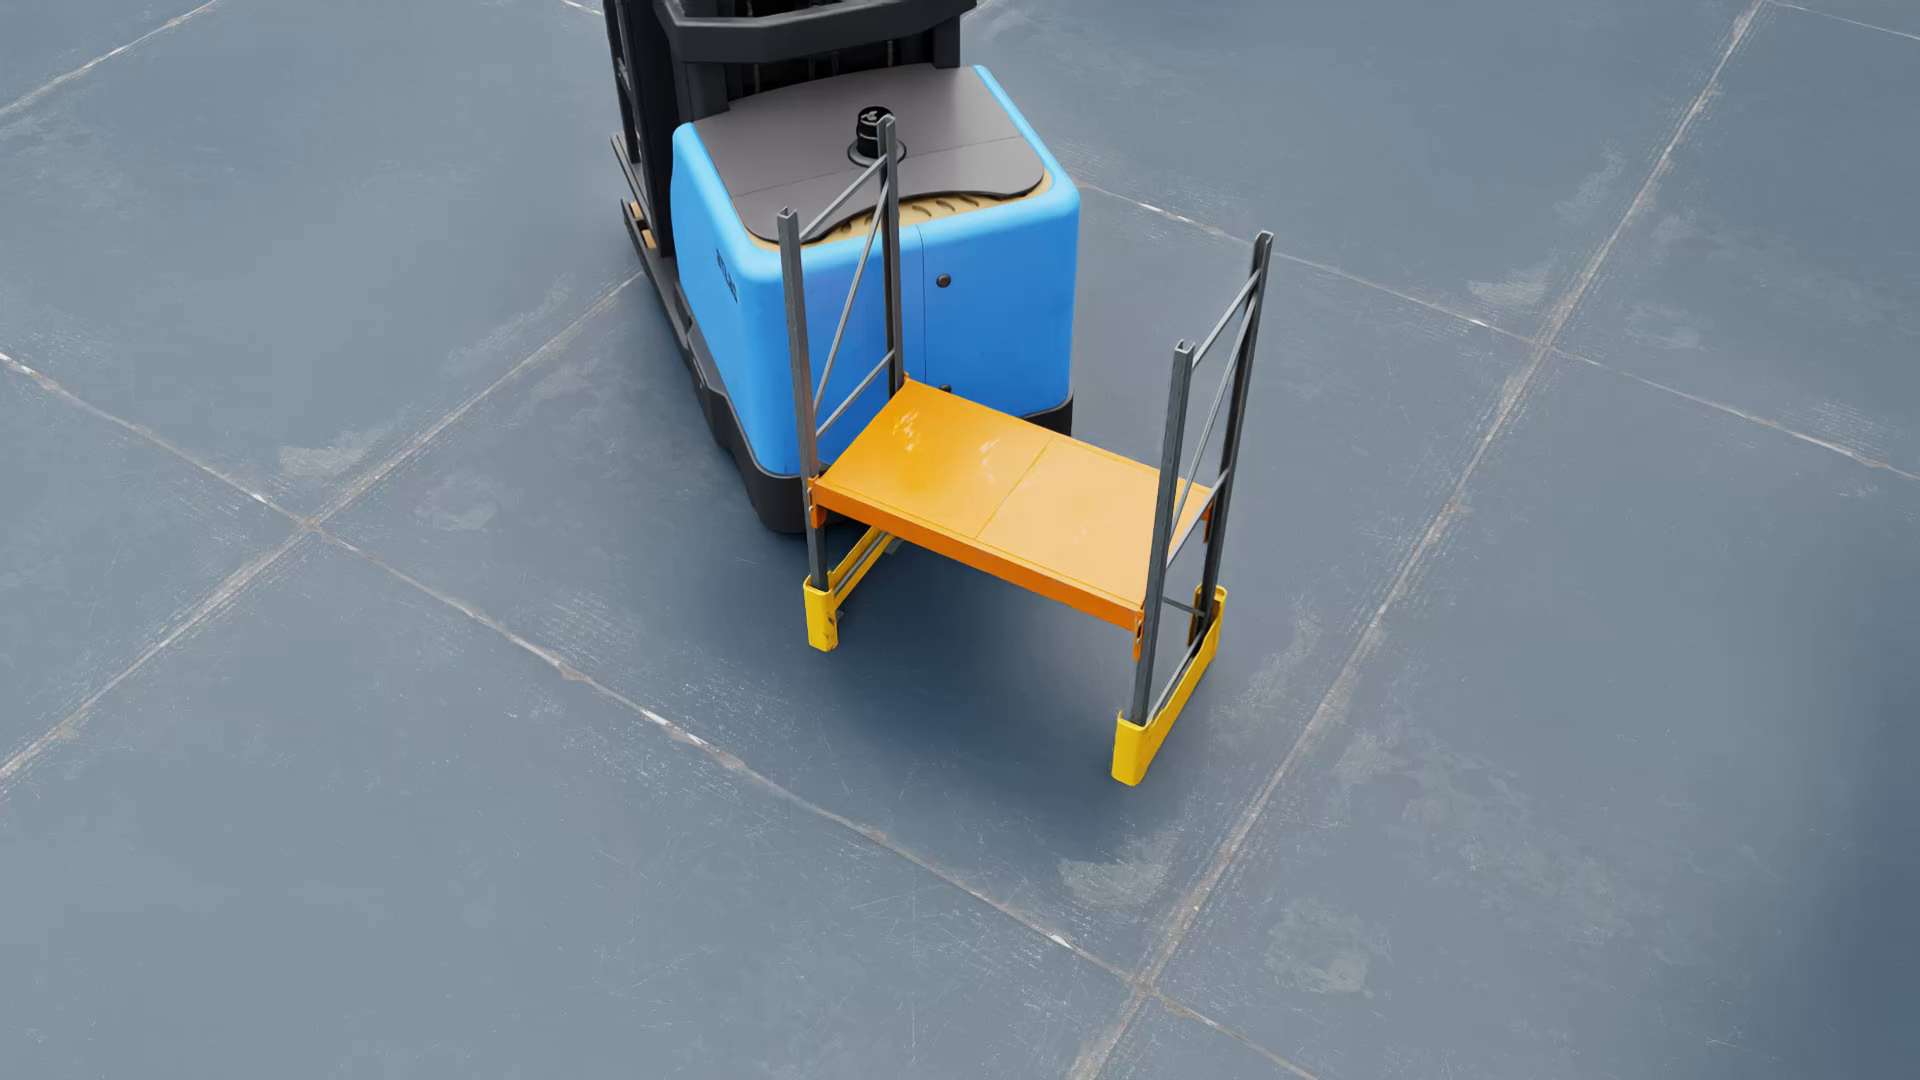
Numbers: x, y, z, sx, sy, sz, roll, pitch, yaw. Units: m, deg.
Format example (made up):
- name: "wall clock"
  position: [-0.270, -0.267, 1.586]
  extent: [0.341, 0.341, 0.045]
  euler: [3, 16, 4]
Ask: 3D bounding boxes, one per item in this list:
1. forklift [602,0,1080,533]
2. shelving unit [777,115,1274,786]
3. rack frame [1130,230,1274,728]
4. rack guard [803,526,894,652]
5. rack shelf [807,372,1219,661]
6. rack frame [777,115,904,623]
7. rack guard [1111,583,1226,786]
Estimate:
- name: "forklift"
  position: [-0.638, -2.117, 5.264]
  extent: [1.130, 2.935, 3.031]
  euler: [-15, 48, -14]
- name: "shelving unit"
  position: [0.156, -0.210, 4.408]
  extent: [1.083, 1.500, 0.587]
  euler: [22, 50, 20]
- name: "rack frame"
  position: [0.592, -0.036, 4.239]
  extent: [0.032, 1.500, 0.500]
  euler: [22, 50, 20]
- name: "rack guard"
  position: [-0.279, 0.052, 5.025]
  extent: [0.087, 0.250, 0.587]
  euler: [22, 50, 20]
- name: "rack shelf"
  position: [0.148, -0.088, 4.540]
  extent: [1.000, 0.185, 0.538]
  euler: [22, 50, 20]
- name: "rack frame"
  position: [-0.296, -0.391, 4.584]
  extent: [0.032, 1.500, 0.500]
  euler: [22, 50, 20]
- name: "rack guard"
  position: [0.591, 0.399, 4.688]
  extent: [0.087, 0.250, 0.587]
  euler: [22, 50, 20]
